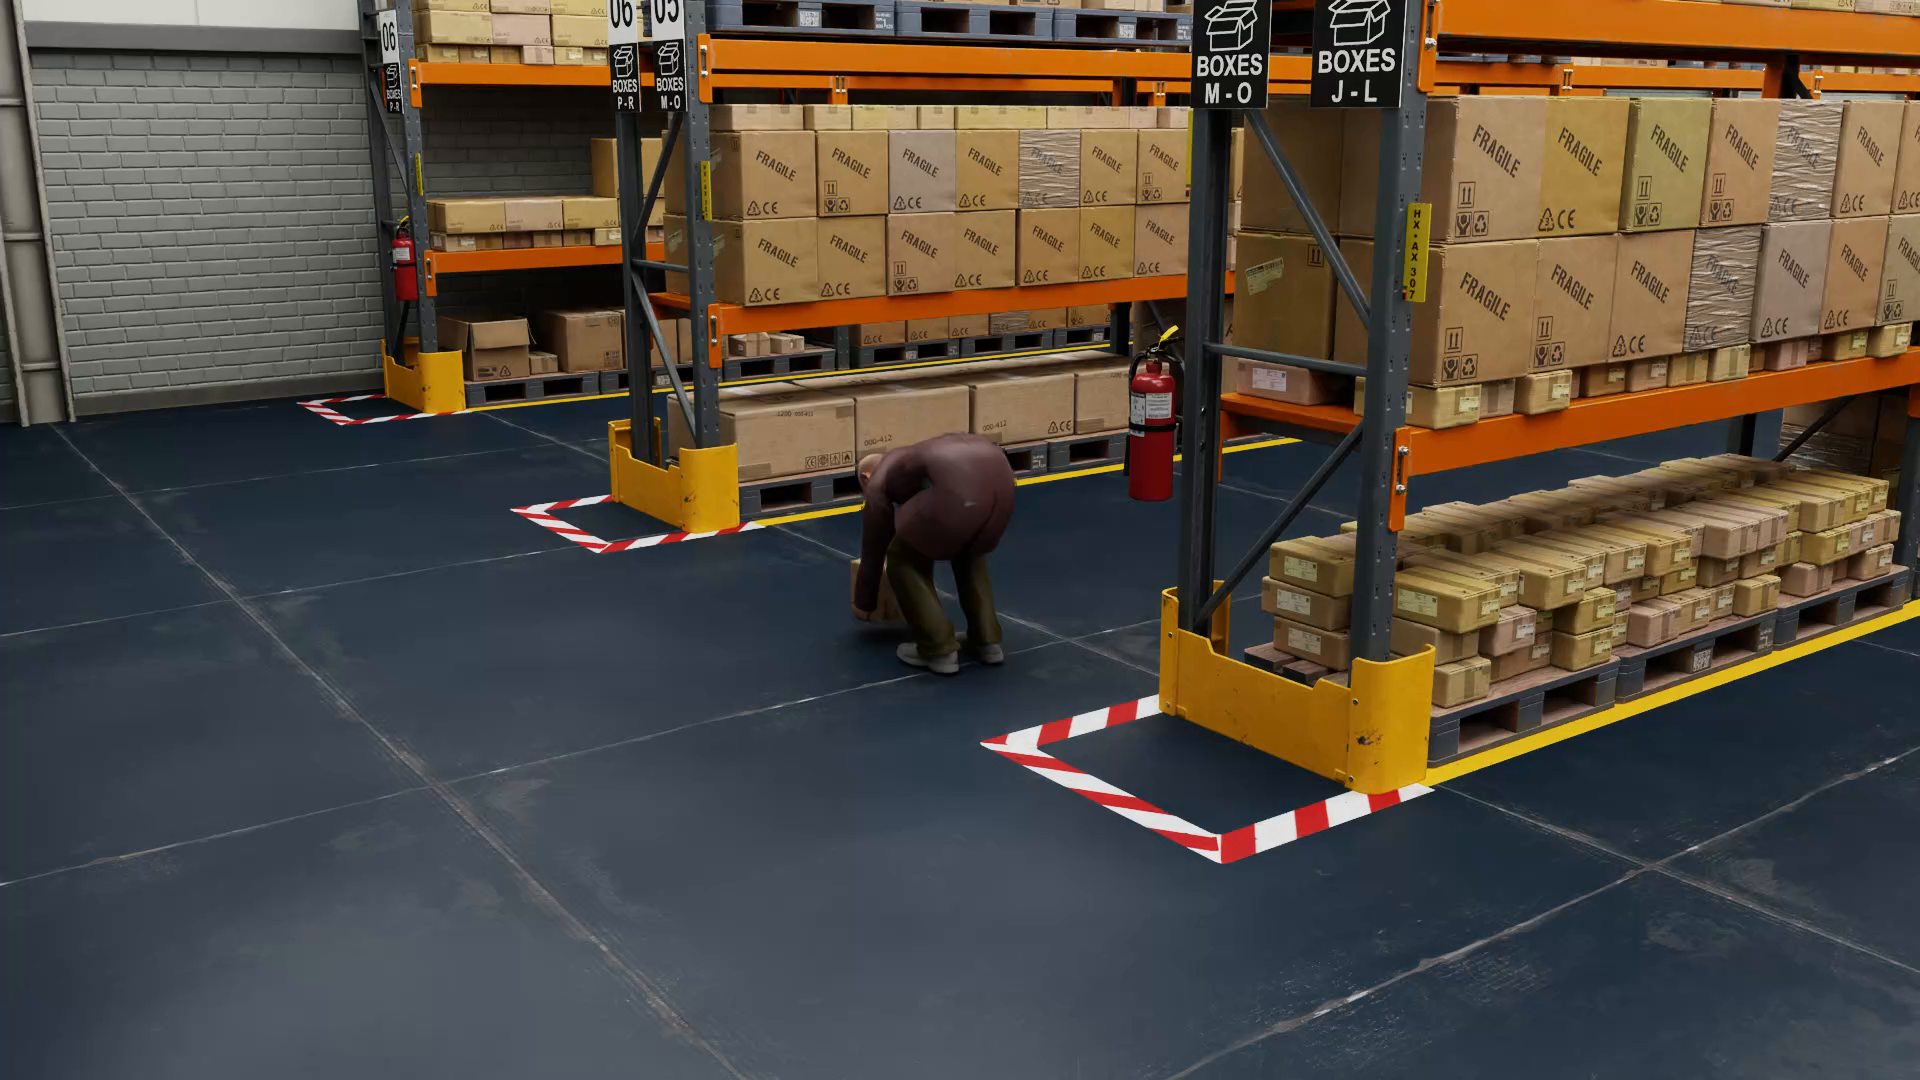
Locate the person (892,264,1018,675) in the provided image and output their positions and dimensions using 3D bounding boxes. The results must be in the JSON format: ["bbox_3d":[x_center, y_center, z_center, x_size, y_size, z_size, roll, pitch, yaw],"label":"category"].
[{"bbox_3d":[-0.034,-0.306,7.247,0.643,1.772,0.429,-11,18,-37],"label":"person"}]
